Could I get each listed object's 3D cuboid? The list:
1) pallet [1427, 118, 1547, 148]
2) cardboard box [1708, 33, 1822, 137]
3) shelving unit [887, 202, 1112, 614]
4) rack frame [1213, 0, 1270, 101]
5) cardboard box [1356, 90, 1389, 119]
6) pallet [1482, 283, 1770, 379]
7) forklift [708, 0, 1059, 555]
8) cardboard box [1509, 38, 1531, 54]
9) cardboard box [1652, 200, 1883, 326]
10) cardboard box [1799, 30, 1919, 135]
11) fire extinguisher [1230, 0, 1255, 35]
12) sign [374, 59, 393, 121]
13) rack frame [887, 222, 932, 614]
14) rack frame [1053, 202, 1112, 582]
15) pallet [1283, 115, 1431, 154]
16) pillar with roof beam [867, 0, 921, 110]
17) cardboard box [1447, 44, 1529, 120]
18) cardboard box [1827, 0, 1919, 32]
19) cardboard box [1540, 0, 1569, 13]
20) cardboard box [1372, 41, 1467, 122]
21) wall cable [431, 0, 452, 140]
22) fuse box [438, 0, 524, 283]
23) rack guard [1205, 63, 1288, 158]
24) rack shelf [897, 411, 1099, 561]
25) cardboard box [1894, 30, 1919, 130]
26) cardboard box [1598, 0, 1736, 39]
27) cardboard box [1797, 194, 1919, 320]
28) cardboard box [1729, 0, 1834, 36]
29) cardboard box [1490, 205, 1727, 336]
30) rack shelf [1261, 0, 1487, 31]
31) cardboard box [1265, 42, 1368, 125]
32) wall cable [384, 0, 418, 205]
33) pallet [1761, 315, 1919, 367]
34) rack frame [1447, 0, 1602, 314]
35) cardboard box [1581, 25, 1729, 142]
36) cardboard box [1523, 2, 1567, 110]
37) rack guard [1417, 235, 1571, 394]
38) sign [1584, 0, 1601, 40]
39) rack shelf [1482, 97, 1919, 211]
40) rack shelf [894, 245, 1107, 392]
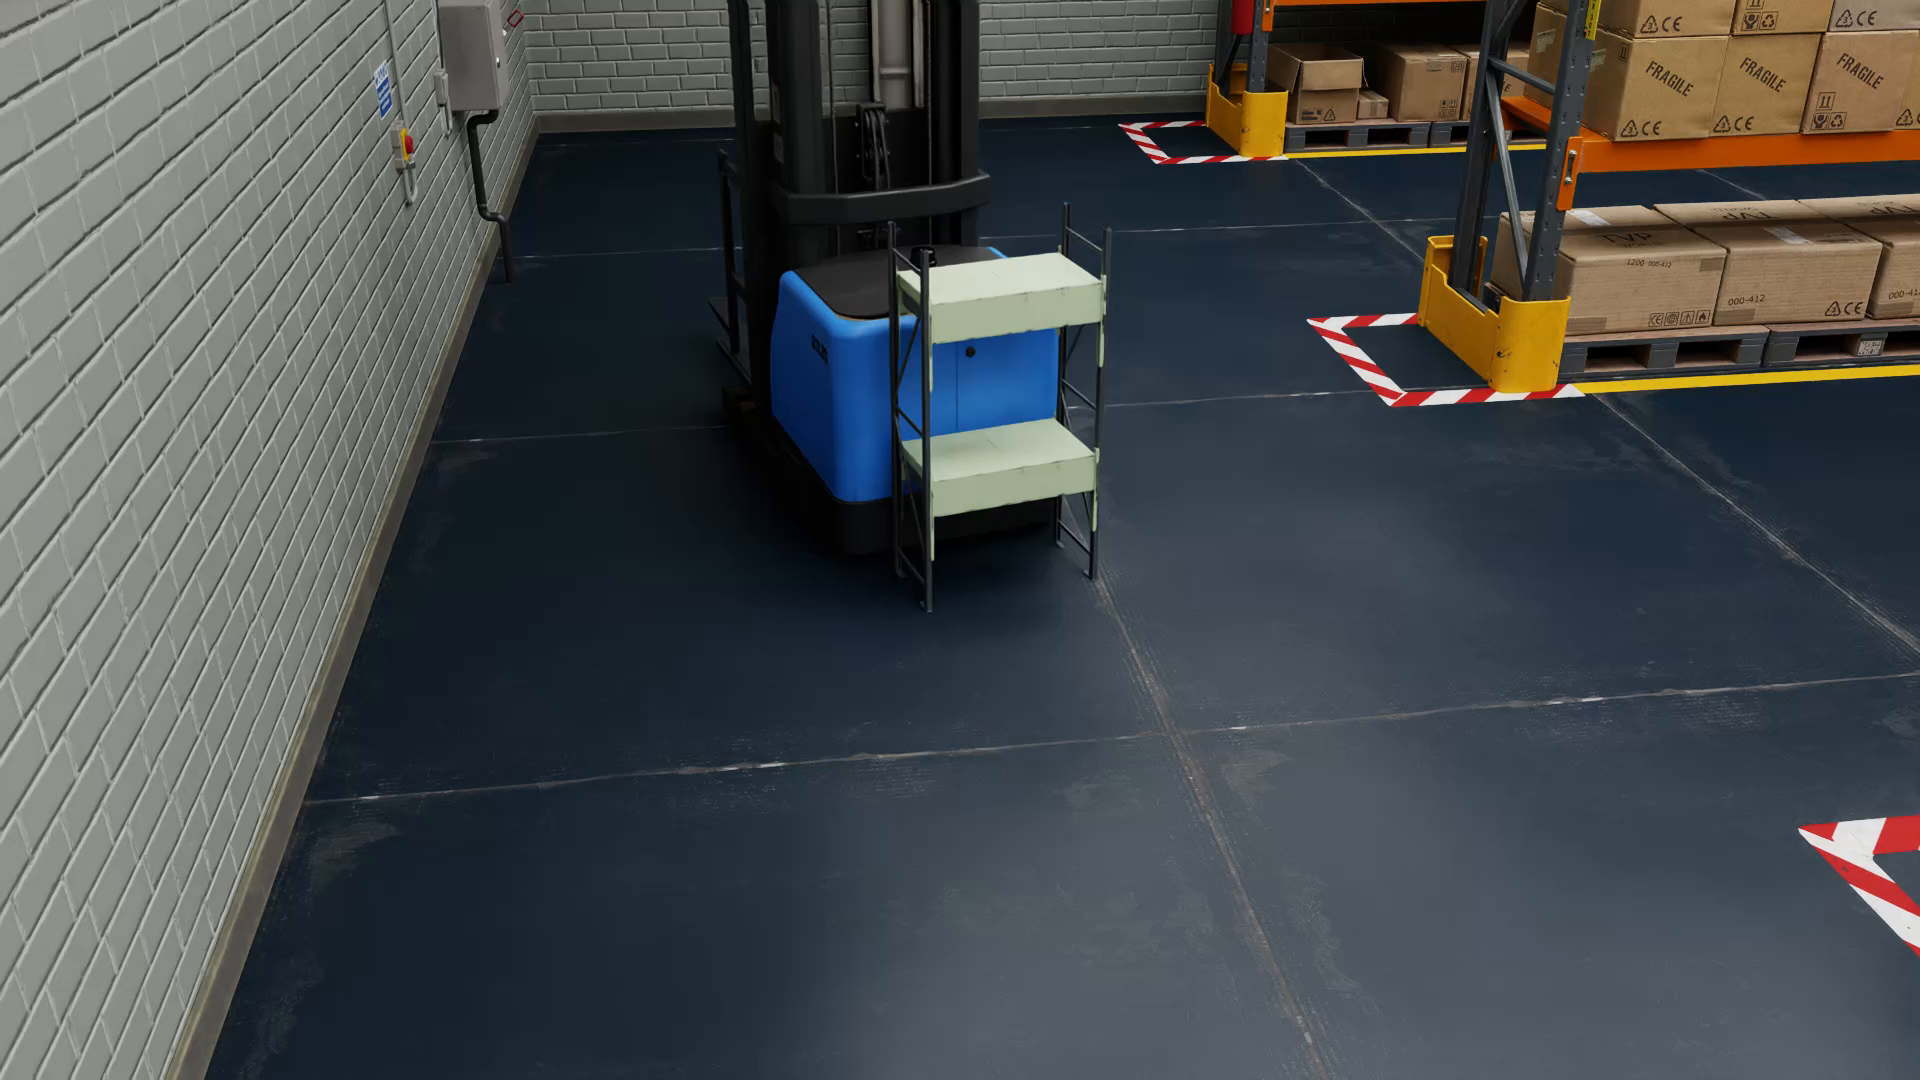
[{"bbox_3d":[4.316,-3.513,13.866,1.213,0.211,1.003,-4,27,-7],"label":"pallet"},{"bbox_3d":[3.954,-2.368,8.470,0.500,0.500,0.500,-4,27,-8],"label":"cardboard box"},{"bbox_3d":[0.146,-0.519,6.618,0.755,1.500,0.431,-10,29,-19],"label":"shelving unit"},{"bbox_3d":[2.246,-4.622,12.972,0.127,3.000,1.000,-4,27,-7],"label":"rack frame"},{"bbox_3d":[3.291,-3.546,13.538,0.250,0.149,0.380,-5,28,-9],"label":"cardboard box"},{"bbox_3d":[3.723,-1.224,9.404,1.213,0.211,1.003,-4,27,-7],"label":"pallet"},{"bbox_3d":[-0.561,-1.893,7.728,1.130,2.935,3.031,-10,29,-19],"label":"forklift"},{"bbox_3d":[4.745,-3.795,13.639,0.500,0.500,0.700,-5,28,-9],"label":"cardboard box"},{"bbox_3d":[4.486,-1.574,9.379,0.875,0.438,0.875,-3,27,-6],"label":"cardboard box"},{"bbox_3d":[4.460,-2.392,8.517,0.500,0.500,0.500,-4,27,-7],"label":"cardboard box"},{"bbox_3d":[2.165,-4.203,12.649,0.183,0.674,0.296,-4,27,-7],"label":"fire extinguisher"},{"bbox_3d":[-2.693,-2.103,7.768,0.001,0.218,0.327,-4,27,-7],"label":"sign"},{"bbox_3d":[-0.195,-0.458,6.500,0.023,1.500,0.400,-10,29,-19],"label":"rack frame"},{"bbox_3d":[0.487,-0.580,6.737,0.023,1.500,0.400,-10,29,-19],"label":"rack frame"},{"bbox_3d":[3.111,-3.437,13.718,1.213,0.211,1.003,-4,27,-7],"label":"pallet"},{"bbox_3d":[0.051,-5.581,8.269,0.400,9.000,9.100,-4,27,-7],"label":"pillar with roof beam"},{"bbox_3d":[4.255,-3.718,13.488,0.500,0.500,0.500,-3,27,-6],"label":"cardboard box"},{"bbox_3d":[4.476,-2.842,8.297,0.500,0.500,0.500,-4,27,-8],"label":"cardboard box"},{"bbox_3d":[3.386,-3.006,8.618,0.500,0.500,0.500,-3,27,-5],"label":"cardboard box"},{"bbox_3d":[3.717,-3.729,13.511,0.500,0.500,0.700,-3,27,-5],"label":"cardboard box"},{"bbox_3d":[-2.848,-3.101,8.896,0.122,1.984,0.588,-4,27,-7],"label":"wall cable"},{"bbox_3d":[-2.787,-2.395,10.043,0.414,1.711,0.539,-4,27,-7],"label":"fuse box"},{"bbox_3d":[2.322,-3.515,13.552,0.348,0.500,1.175,-4,27,-7],"label":"rack guard"},{"bbox_3d":[0.146,-0.229,6.767,0.720,0.370,0.431,-10,29,-19],"label":"rack shelf"},{"bbox_3d":[4.954,-2.432,8.594,0.500,0.500,0.500,-3,27,-5],"label":"cardboard box"},{"bbox_3d":[3.457,-2.769,8.157,0.500,0.500,0.500,-4,27,-8],"label":"cardboard box"},{"bbox_3d":[5.380,-1.631,9.489,0.875,0.438,0.875,-4,27,-9],"label":"cardboard box"},{"bbox_3d":[3.967,-2.805,8.227,0.500,0.500,0.500,-4,27,-9],"label":"cardboard box"},{"bbox_3d":[3.581,-1.512,9.258,0.875,0.438,0.875,-5,28,-9],"label":"cardboard box"},{"bbox_3d":[4.227,-4.429,13.384,4.000,0.370,1.077,-4,27,-7],"label":"rack shelf"},{"bbox_3d":[2.865,-3.694,13.438,0.637,0.503,0.797,-5,28,-9],"label":"cardboard box"},{"bbox_3d":[-2.639,-2.475,7.640,0.123,1.953,0.585,-4,27,-7],"label":"wall cable"},{"bbox_3d":[4.928,-1.300,9.552,1.213,0.211,1.003,-4,27,-7],"label":"pallet"},{"bbox_3d":[2.942,-2.378,8.599,0.127,3.000,1.000,-4,27,-7],"label":"rack frame"},{"bbox_3d":[3.457,-2.323,8.383,0.500,0.500,0.500,-4,27,-8],"label":"cardboard box"},{"bbox_3d":[3.382,-2.573,8.869,0.500,0.500,0.500,-4,27,-7],"label":"cardboard box"},{"bbox_3d":[2.918,-1.265,9.167,0.348,0.500,1.175,-4,27,-7],"label":"rack guard"},{"bbox_3d":[3.013,-2.547,7.894,0.005,0.325,0.100,-4,27,-7],"label":"sign"},{"bbox_3d":[4.922,-2.185,9.011,4.000,0.370,1.077,-4,27,-7],"label":"rack shelf"},{"bbox_3d":[0.146,-0.866,6.440,0.720,0.370,0.431,-10,29,-19],"label":"rack shelf"}]
